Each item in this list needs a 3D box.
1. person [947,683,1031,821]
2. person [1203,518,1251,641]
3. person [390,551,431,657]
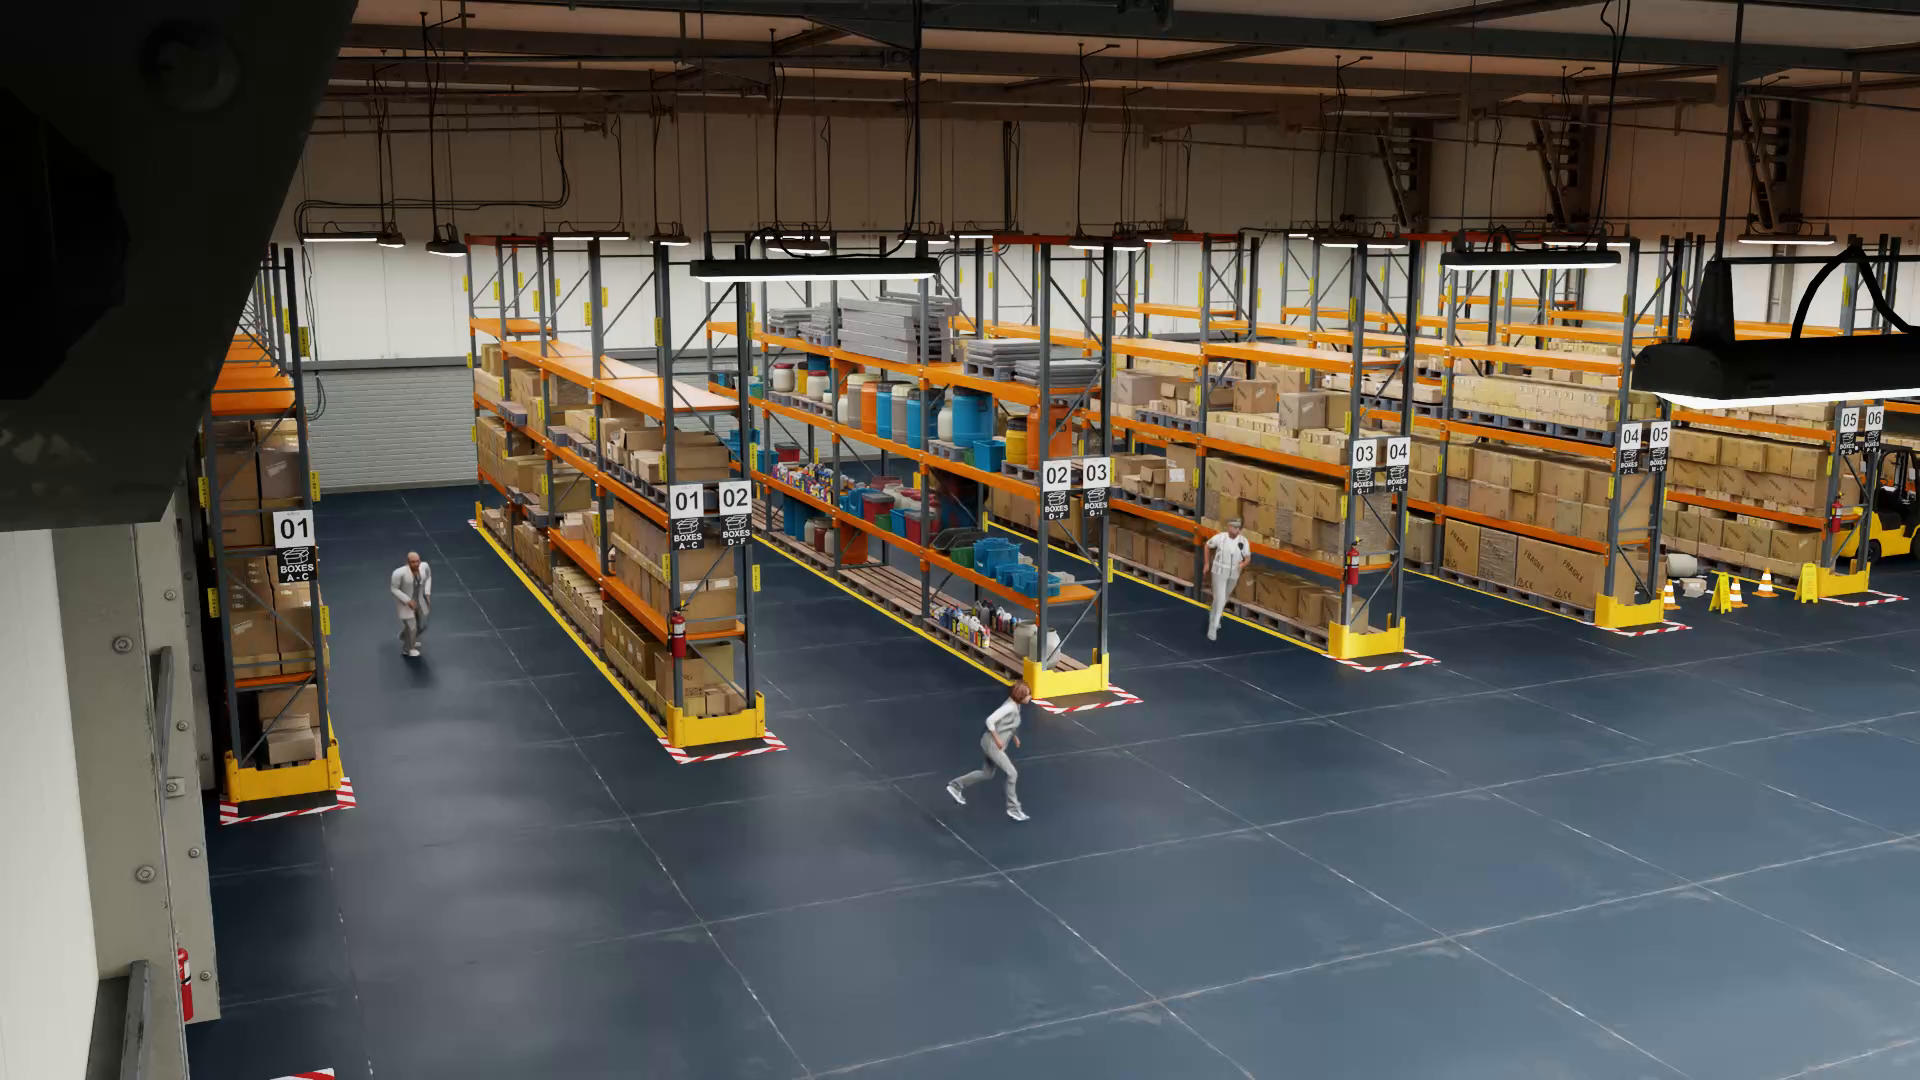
[{"bbox_3d":[0.295,2.244,17.660,0.911,1.547,0.567,3,11,16],"label":"person"},{"bbox_3d":[3.900,0.516,24.484,0.723,1.757,0.827,-2,11,-11],"label":"person"},{"bbox_3d":[-8.023,0.904,24.175,0.892,1.610,0.676,9,14,38],"label":"person"}]
